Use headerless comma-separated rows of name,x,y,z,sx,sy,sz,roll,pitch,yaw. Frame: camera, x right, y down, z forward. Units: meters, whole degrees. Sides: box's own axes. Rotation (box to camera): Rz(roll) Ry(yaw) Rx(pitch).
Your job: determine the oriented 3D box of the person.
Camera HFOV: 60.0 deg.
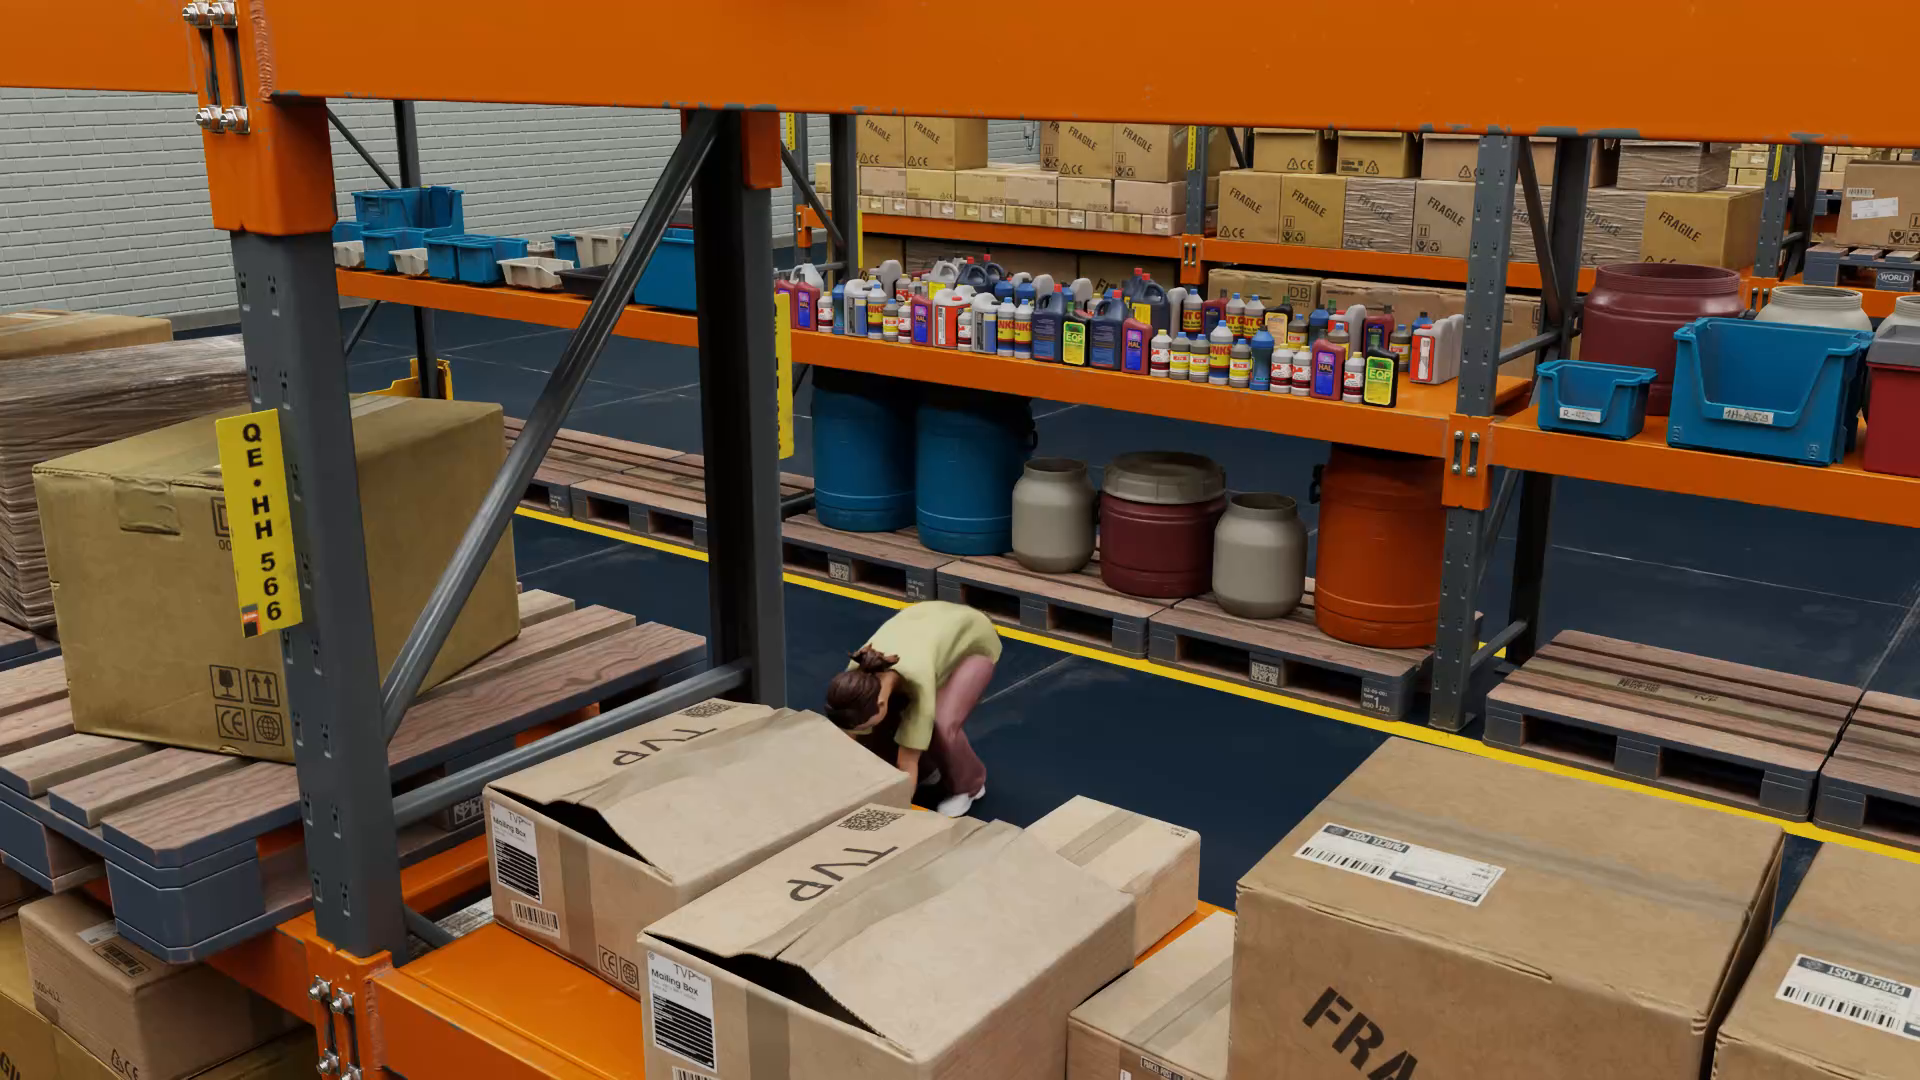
person,-0.181,0.674,6.002,0.465,0.731,0.866,11,20,33
